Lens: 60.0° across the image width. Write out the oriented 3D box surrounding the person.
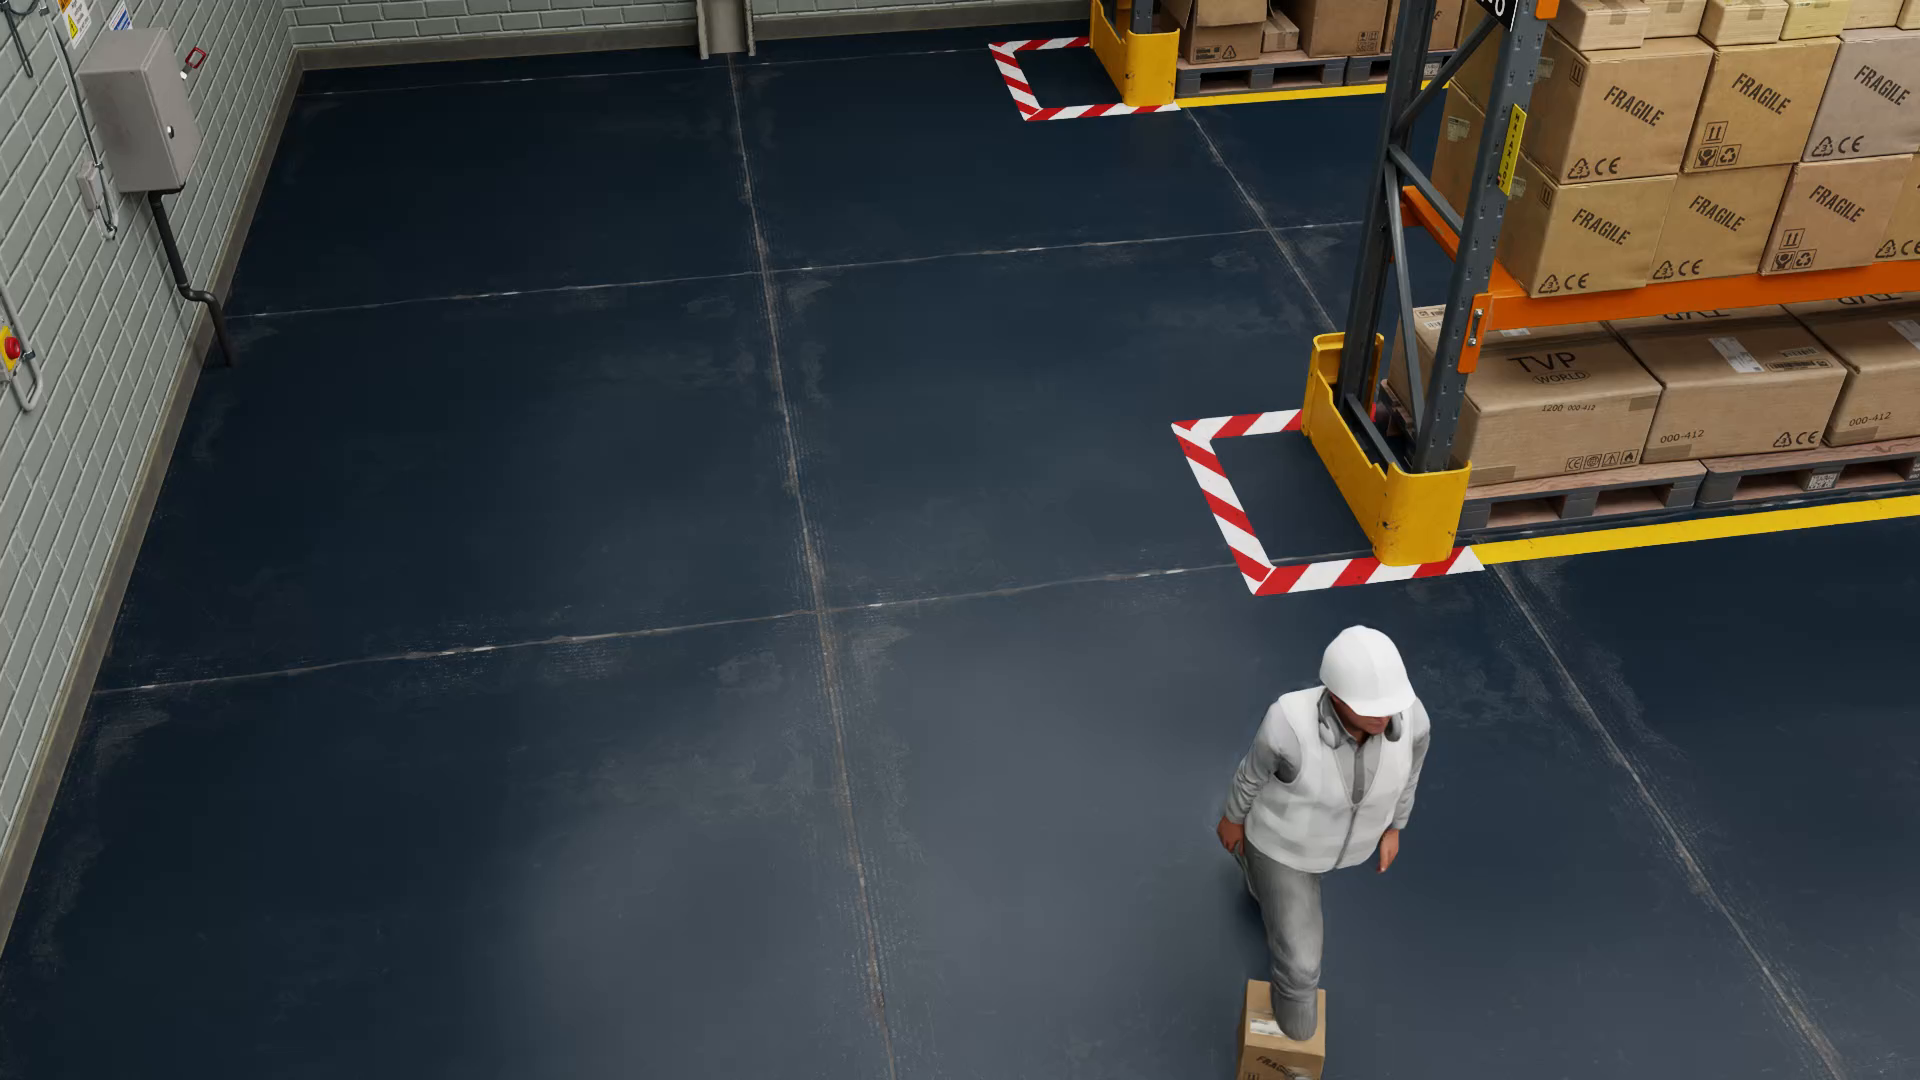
[{"bbox_3d":[1.097,0.854,5.098,0.552,1.712,1.112,-10,40,-13],"label":"person"}]
